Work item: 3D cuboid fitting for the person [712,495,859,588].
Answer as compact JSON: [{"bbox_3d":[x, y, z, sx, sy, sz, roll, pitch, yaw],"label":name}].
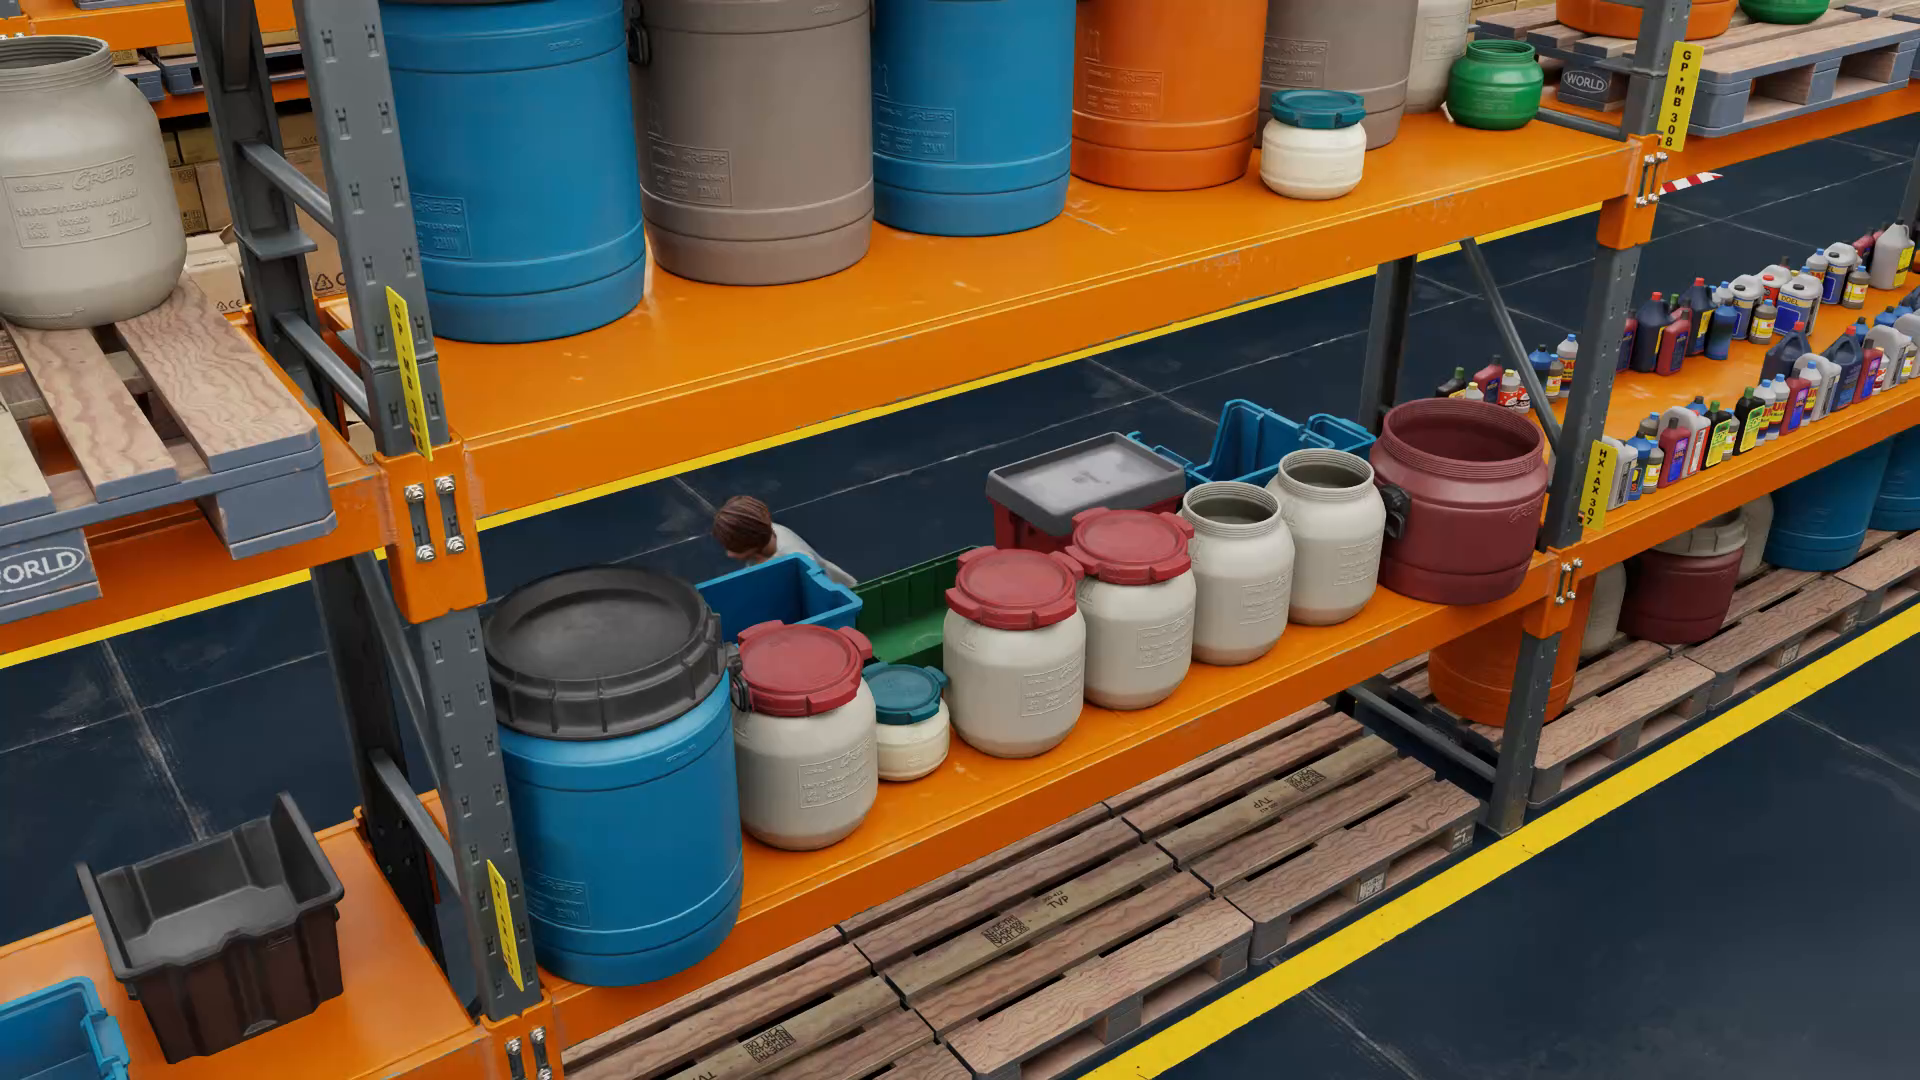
[{"bbox_3d":[-0.634,0.495,6.514,0.634,1.339,0.370,-20,35,-31],"label":"person"}]
